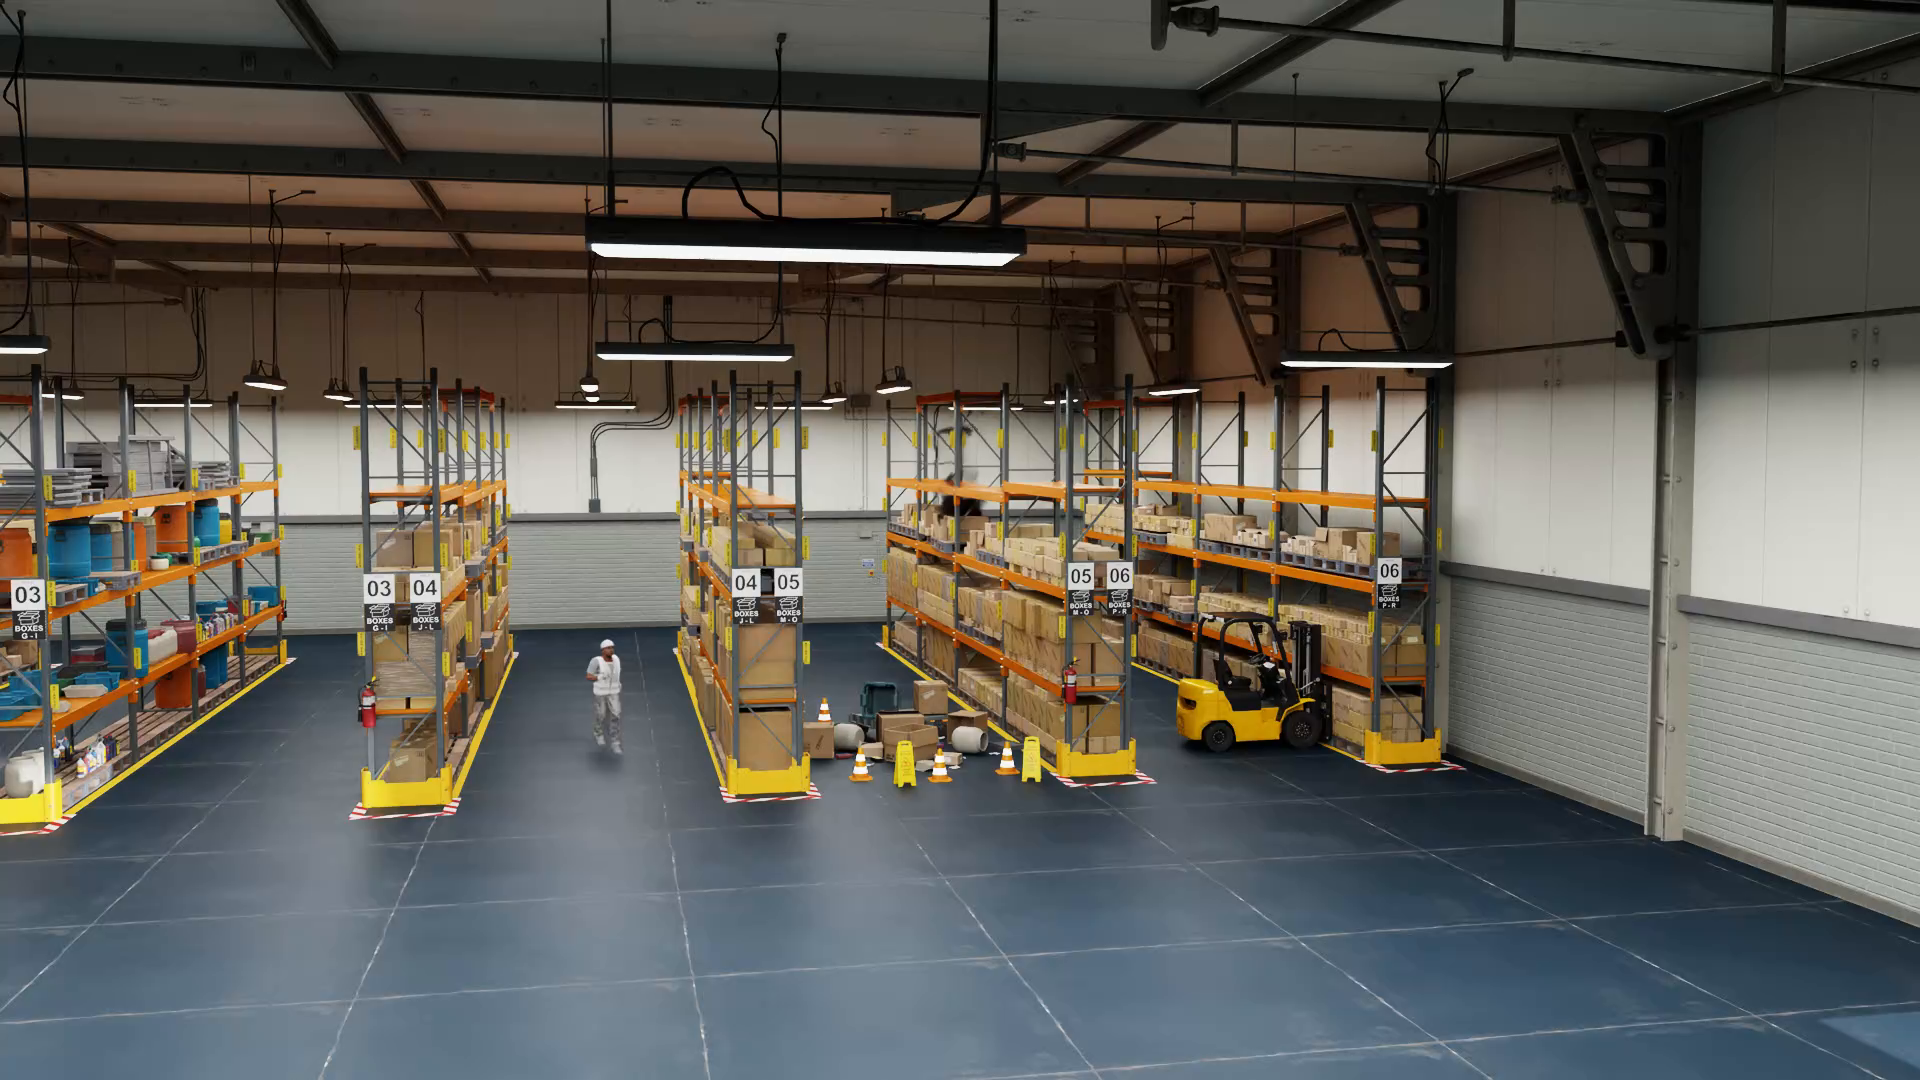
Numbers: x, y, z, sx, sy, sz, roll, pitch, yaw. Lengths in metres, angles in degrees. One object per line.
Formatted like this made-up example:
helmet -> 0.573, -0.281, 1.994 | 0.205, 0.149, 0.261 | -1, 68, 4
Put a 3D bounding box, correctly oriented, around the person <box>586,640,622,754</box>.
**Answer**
person -> -5.734, 2.523, 26.823 | 0.646, 1.847, 0.796 | -2, 4, -32
